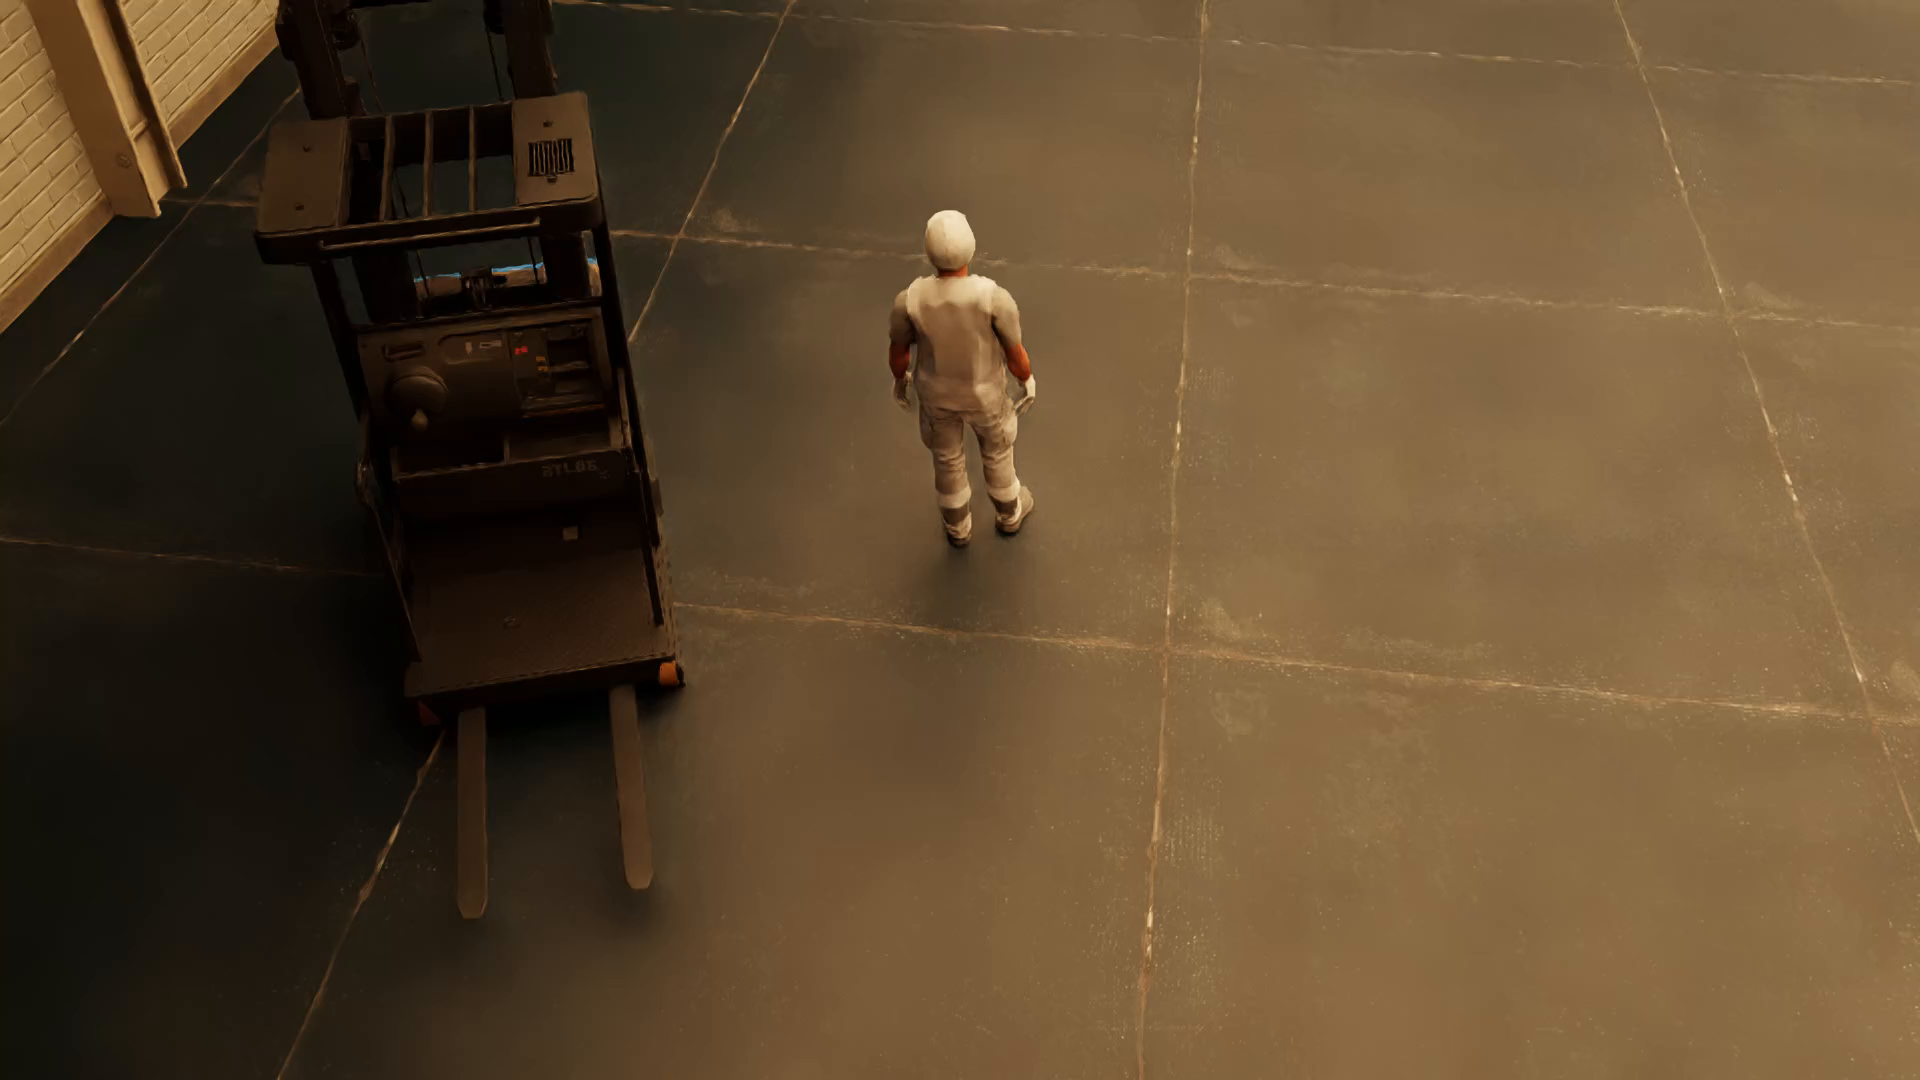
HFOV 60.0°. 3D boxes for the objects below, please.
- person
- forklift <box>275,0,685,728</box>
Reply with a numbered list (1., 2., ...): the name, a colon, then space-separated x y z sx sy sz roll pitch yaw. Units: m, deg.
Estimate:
1. person: 0.012 -0.689 7.269 0.637 1.736 0.423 5 43 6
2. forklift: -1.805 -0.578 6.354 1.130 2.935 3.031 -8 43 -9
